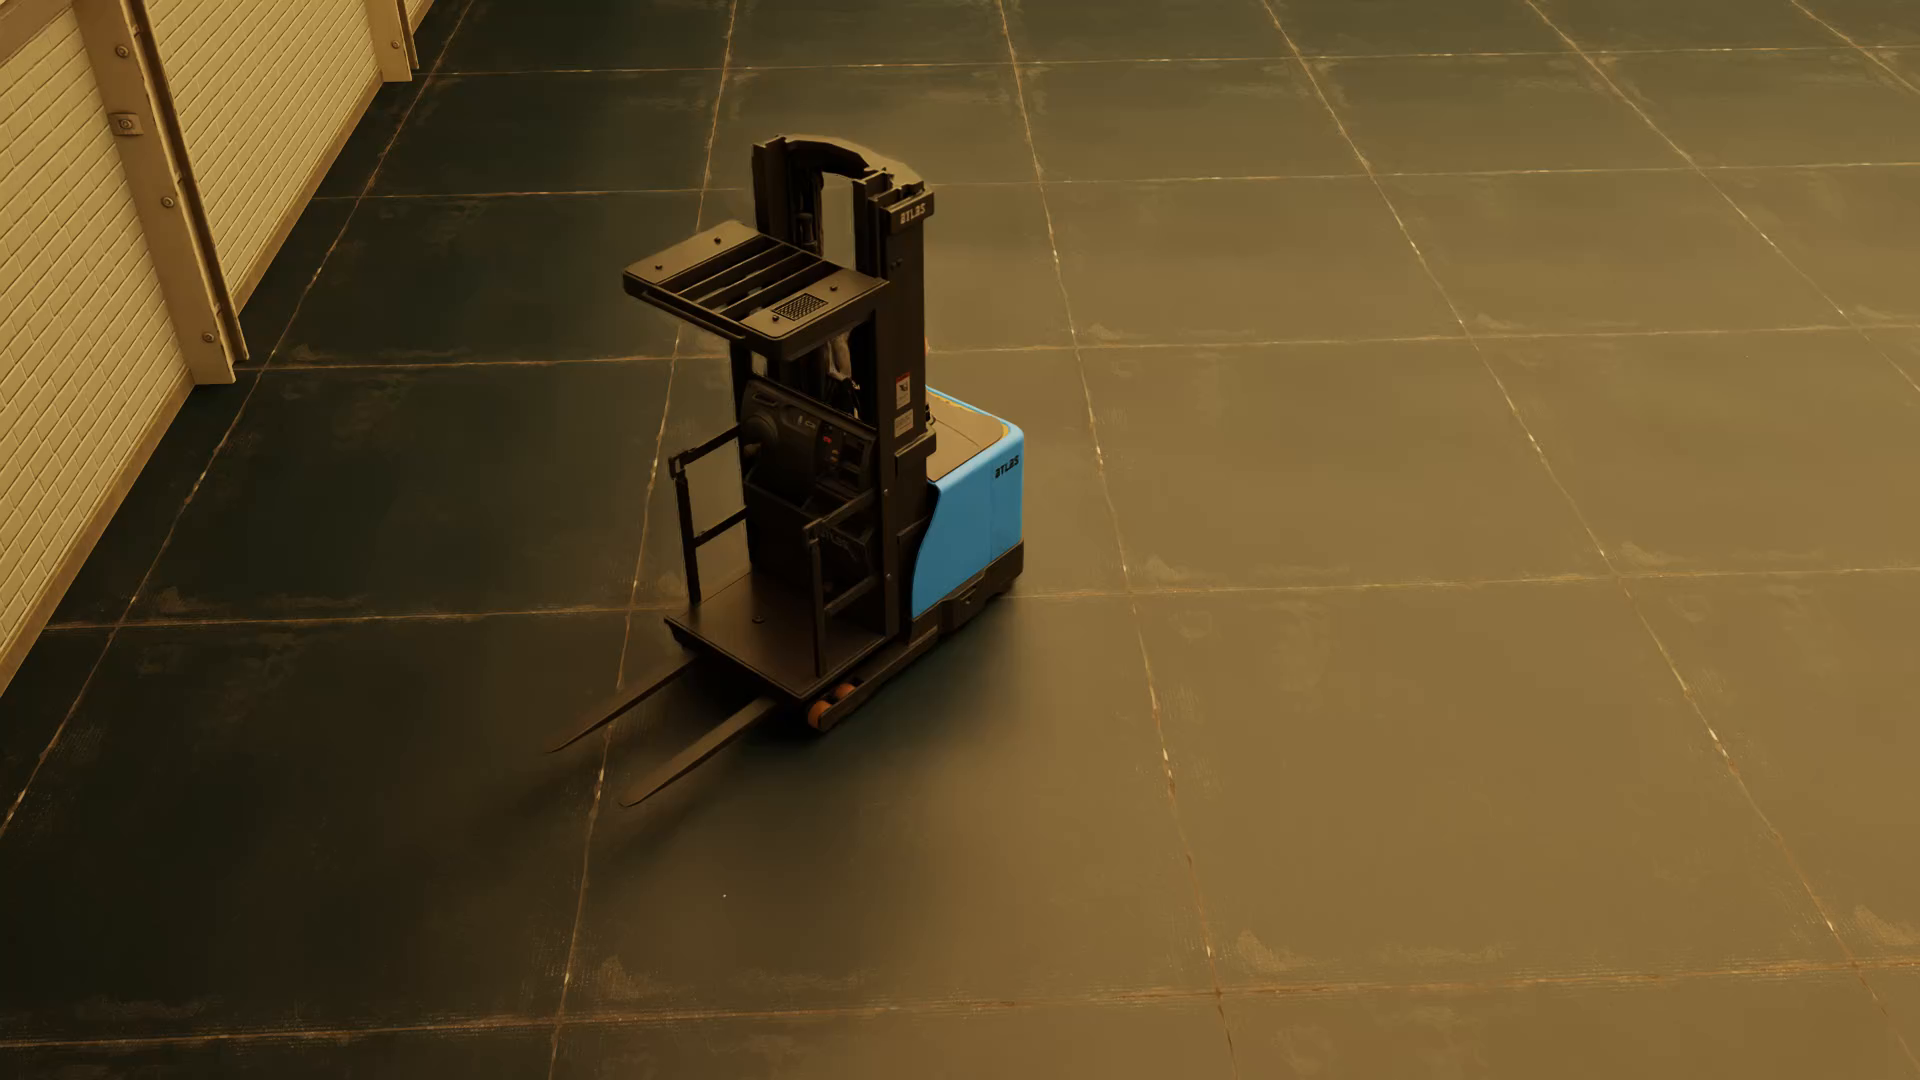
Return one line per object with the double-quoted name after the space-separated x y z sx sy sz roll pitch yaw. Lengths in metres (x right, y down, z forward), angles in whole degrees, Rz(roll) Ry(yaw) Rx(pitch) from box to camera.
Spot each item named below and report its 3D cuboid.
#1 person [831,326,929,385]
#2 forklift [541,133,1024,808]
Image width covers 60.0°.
-0.472 -1.113 10.611 0.482 1.688 0.814 23 42 28 "person"
-0.948 -0.477 8.666 1.130 2.935 3.031 26 44 31 "forklift"
